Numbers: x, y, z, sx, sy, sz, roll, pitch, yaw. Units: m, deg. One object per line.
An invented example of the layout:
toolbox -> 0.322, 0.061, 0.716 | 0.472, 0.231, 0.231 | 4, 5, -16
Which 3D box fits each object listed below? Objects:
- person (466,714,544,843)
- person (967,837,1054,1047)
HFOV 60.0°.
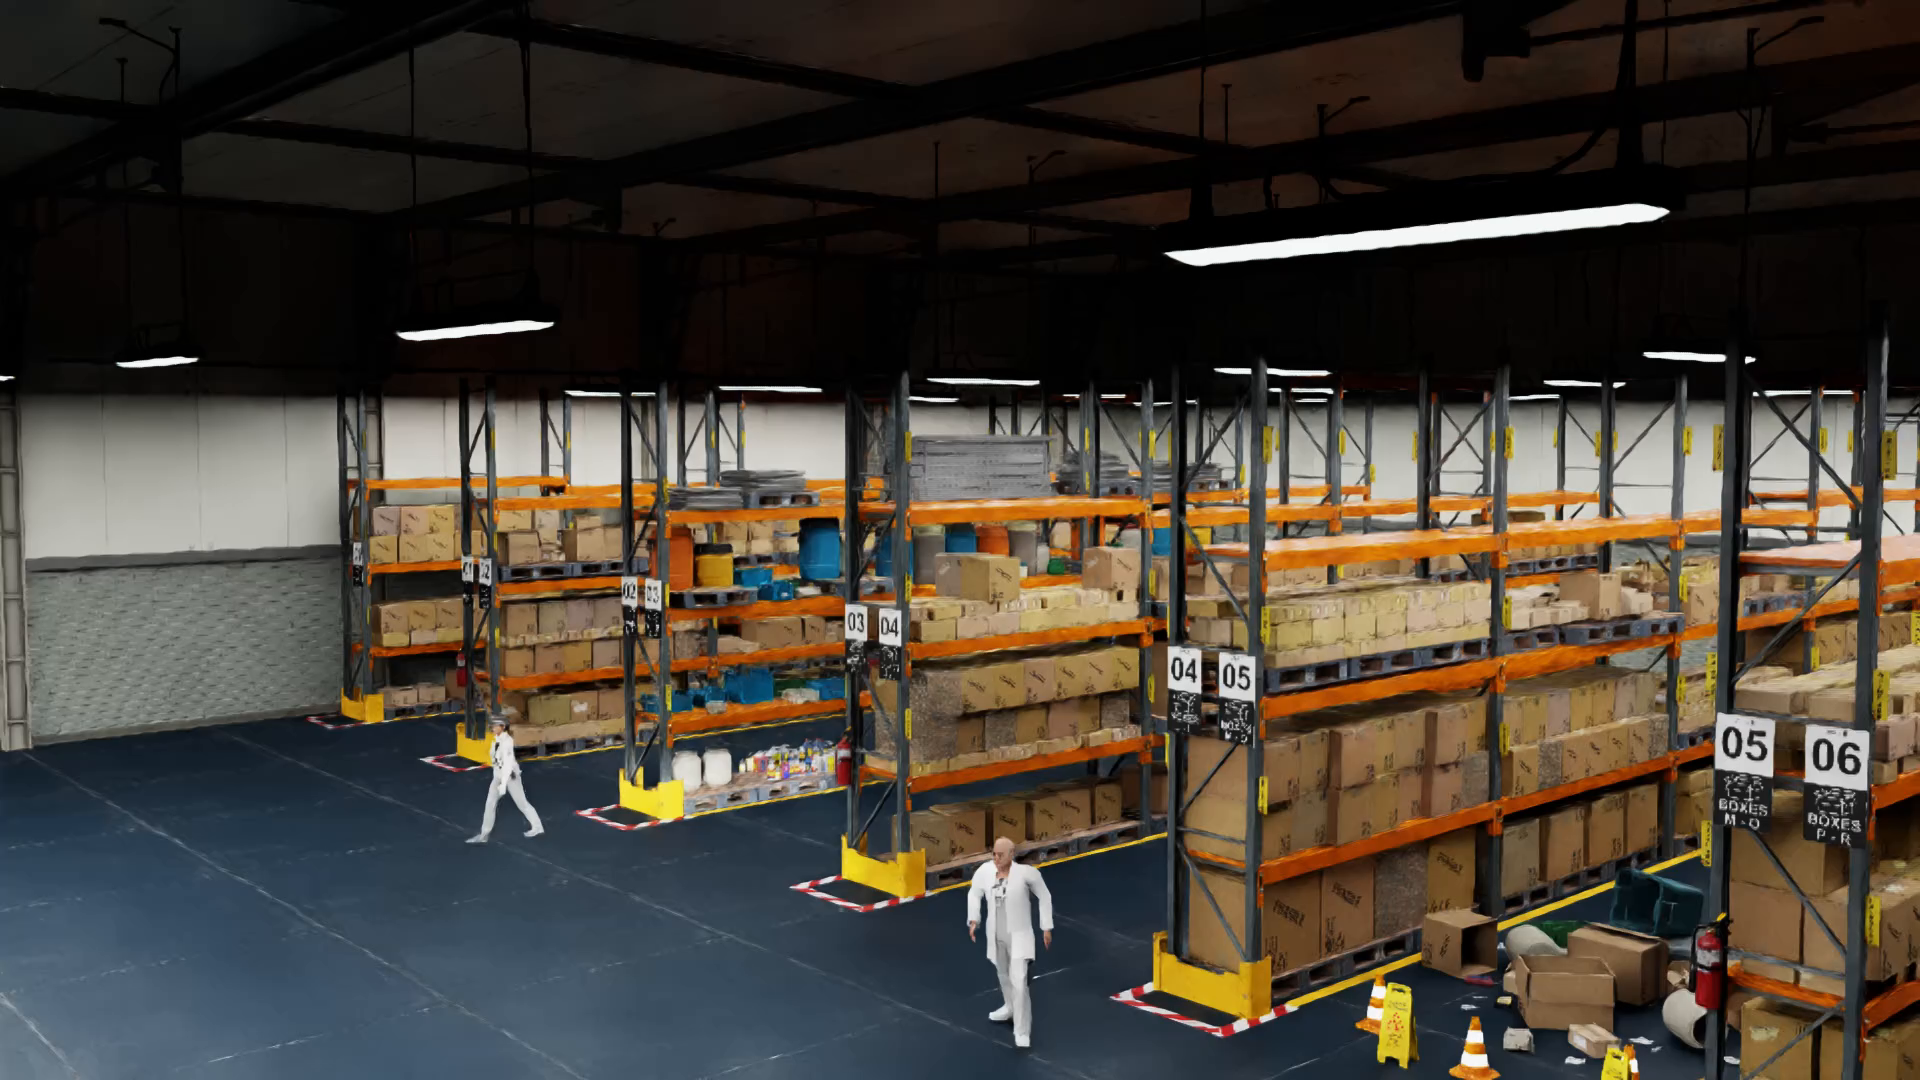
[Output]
person -> -5.701, 2.975, 20.852 | 0.989, 1.624, 0.502 | -3, 5, -43
person -> 0.443, 3.364, 14.218 | 0.737, 1.717, 0.881 | 2, 4, 31
